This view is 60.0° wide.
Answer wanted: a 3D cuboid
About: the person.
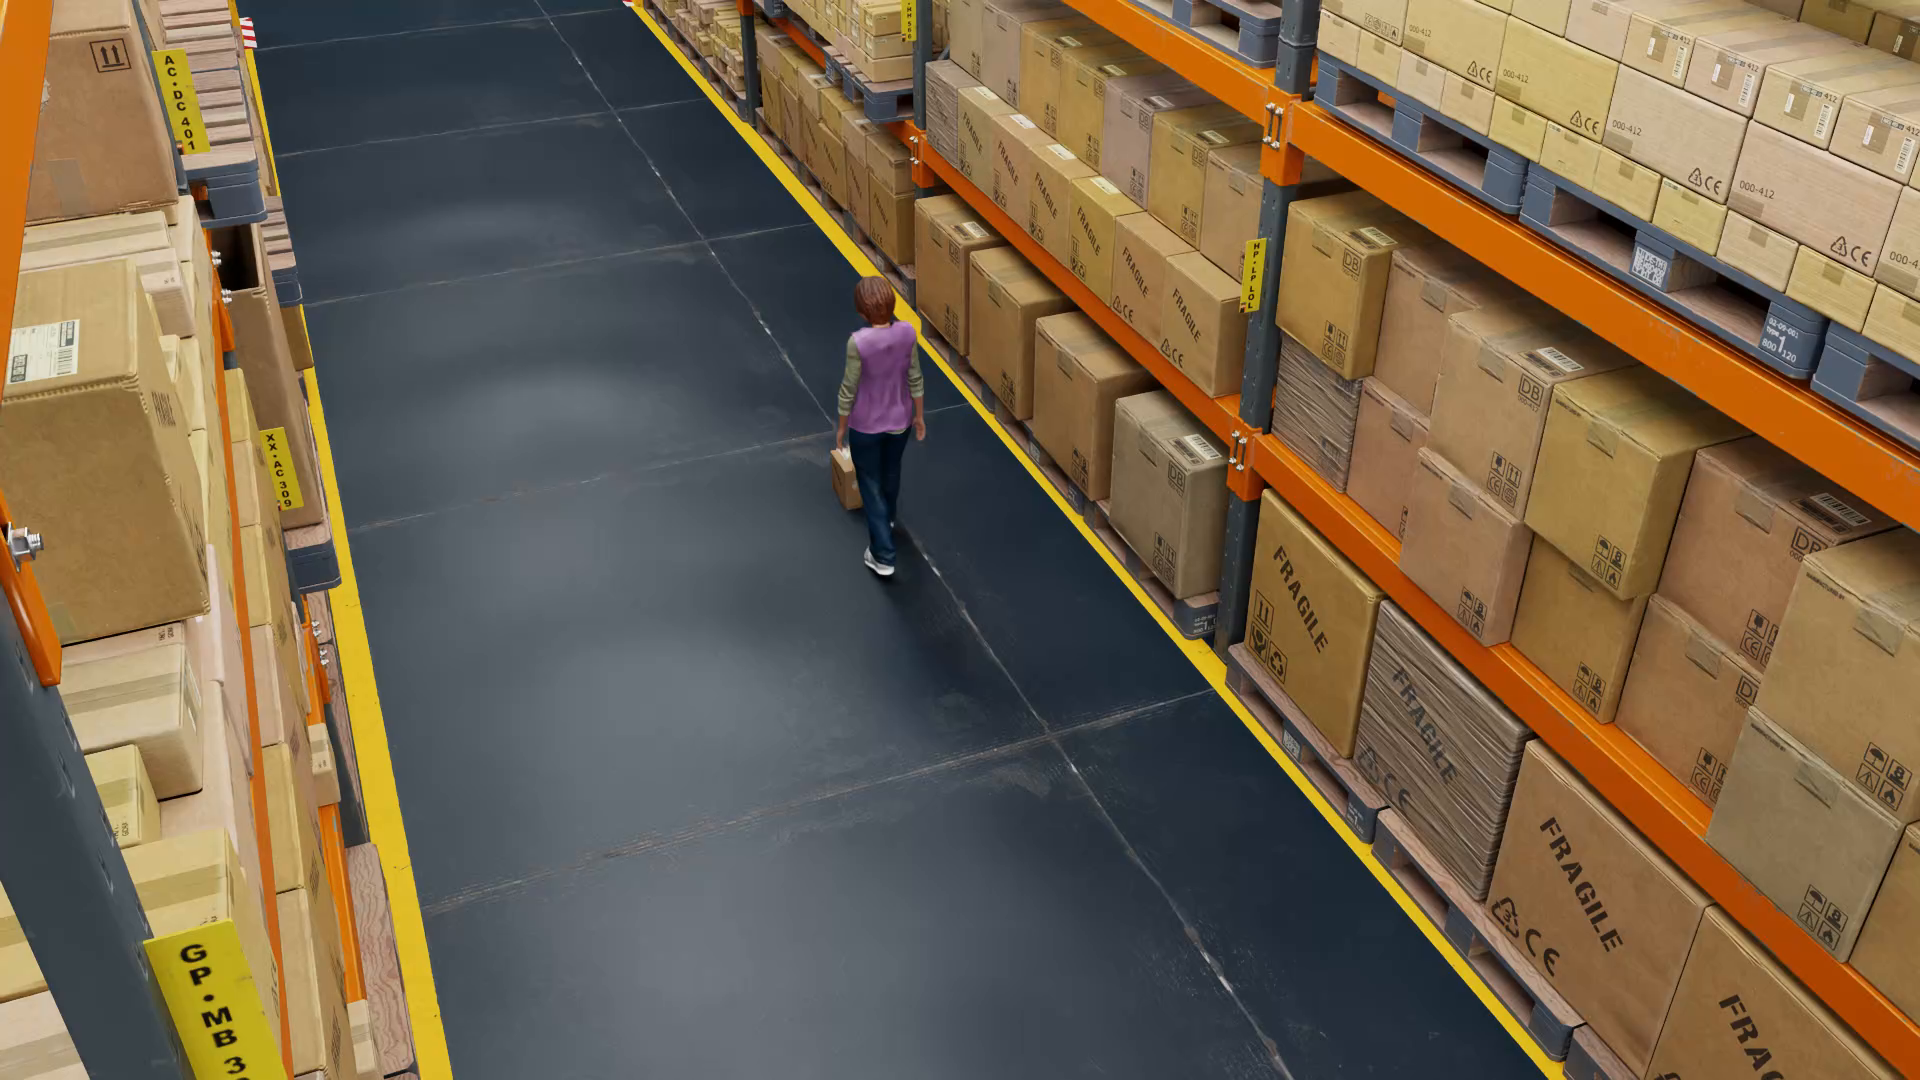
[{"bbox_3d":[-0.431,-0.619,8.443,0.458,1.550,0.701,-14,36,-20],"label":"person"}]
